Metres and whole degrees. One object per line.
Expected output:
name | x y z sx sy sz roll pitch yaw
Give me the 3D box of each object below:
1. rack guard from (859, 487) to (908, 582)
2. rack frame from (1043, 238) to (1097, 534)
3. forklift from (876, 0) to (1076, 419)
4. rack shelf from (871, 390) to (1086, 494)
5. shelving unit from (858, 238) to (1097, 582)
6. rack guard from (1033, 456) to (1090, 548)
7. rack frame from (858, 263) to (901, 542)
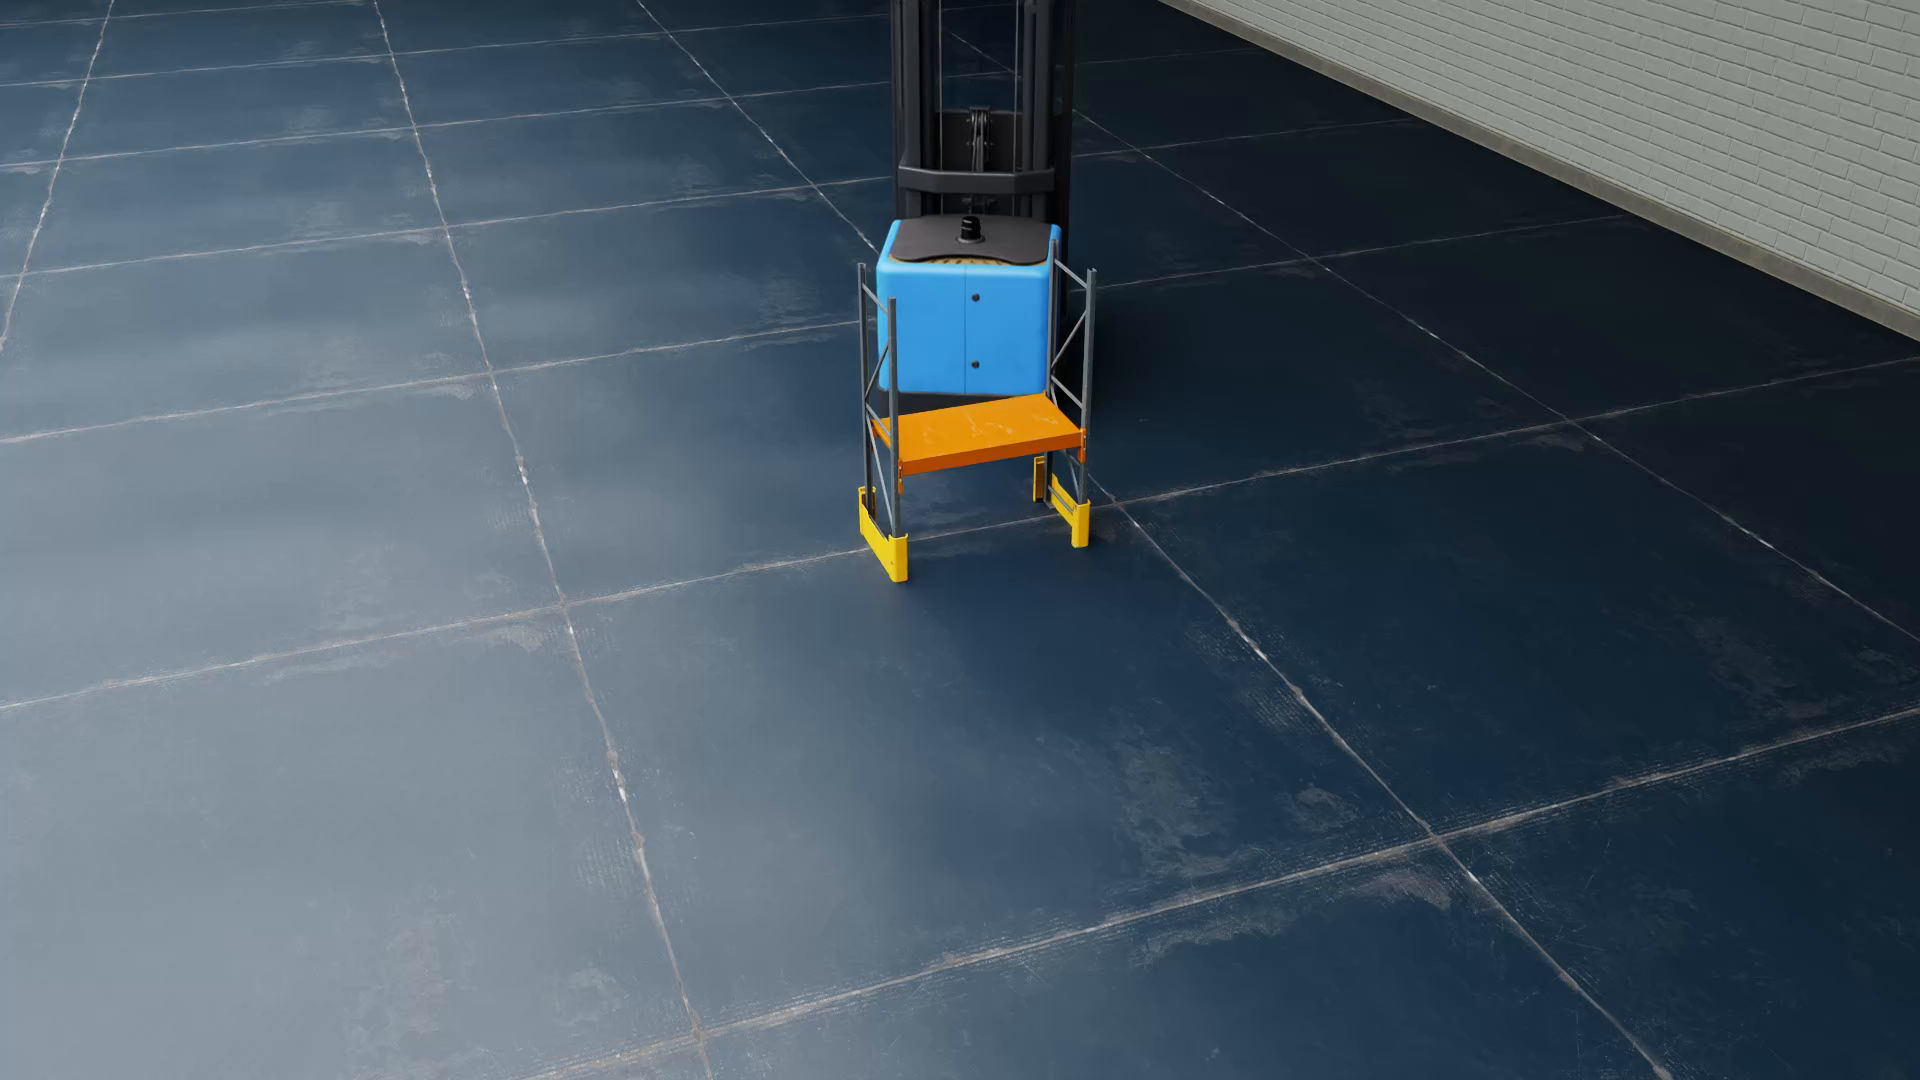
rack guard | -0.395 -0.036 8.560 0.087 0.250 0.587 -10 31 -18
rack frame | 0.556 -0.754 8.559 0.032 1.500 0.500 -10 31 -18
forklift | 0.158 -2.590 10.335 1.130 2.935 3.031 2 30 4
rack shelf | 0.080 -0.510 8.494 1.000 0.185 0.538 -10 31 -18
shelving unit | 0.071 -0.665 8.402 1.083 1.500 0.587 -10 31 -18
rack guard | 0.538 -0.208 8.862 0.087 0.250 0.587 -10 31 -18
rack frame | -0.396 -0.579 8.251 0.032 1.500 0.500 -10 31 -18
